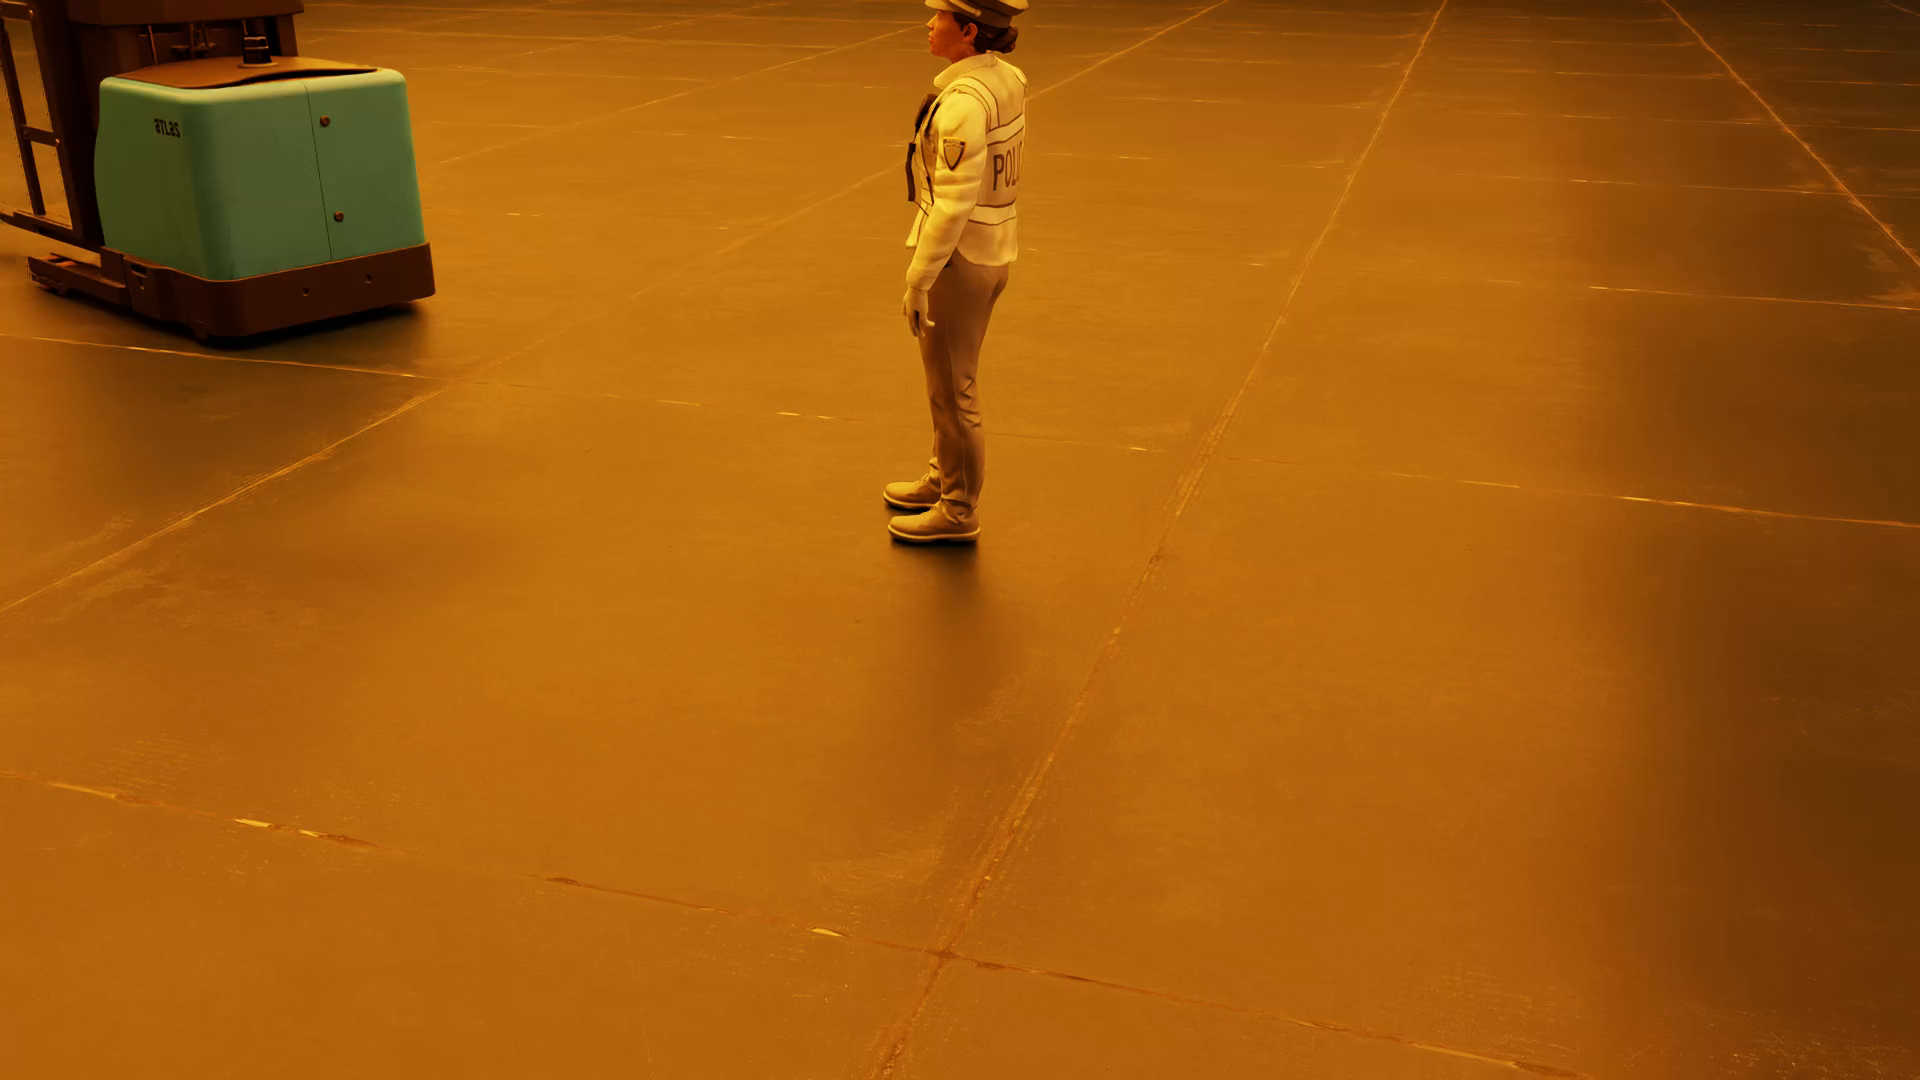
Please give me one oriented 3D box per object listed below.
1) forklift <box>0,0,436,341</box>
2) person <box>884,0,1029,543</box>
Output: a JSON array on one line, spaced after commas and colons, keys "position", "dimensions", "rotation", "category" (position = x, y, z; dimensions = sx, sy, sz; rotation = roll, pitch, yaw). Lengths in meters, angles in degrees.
[{"position": [-3.872, -2.655, 7.709], "dimensions": [3.031, 2.935, 1.130], "rotation": [18, 29, 37], "category": "forklift"}, {"position": [-0.064, -0.800, 4.820], "dimensions": [0.530, 1.694, 0.586], "rotation": [7, 23, 16], "category": "person"}]
